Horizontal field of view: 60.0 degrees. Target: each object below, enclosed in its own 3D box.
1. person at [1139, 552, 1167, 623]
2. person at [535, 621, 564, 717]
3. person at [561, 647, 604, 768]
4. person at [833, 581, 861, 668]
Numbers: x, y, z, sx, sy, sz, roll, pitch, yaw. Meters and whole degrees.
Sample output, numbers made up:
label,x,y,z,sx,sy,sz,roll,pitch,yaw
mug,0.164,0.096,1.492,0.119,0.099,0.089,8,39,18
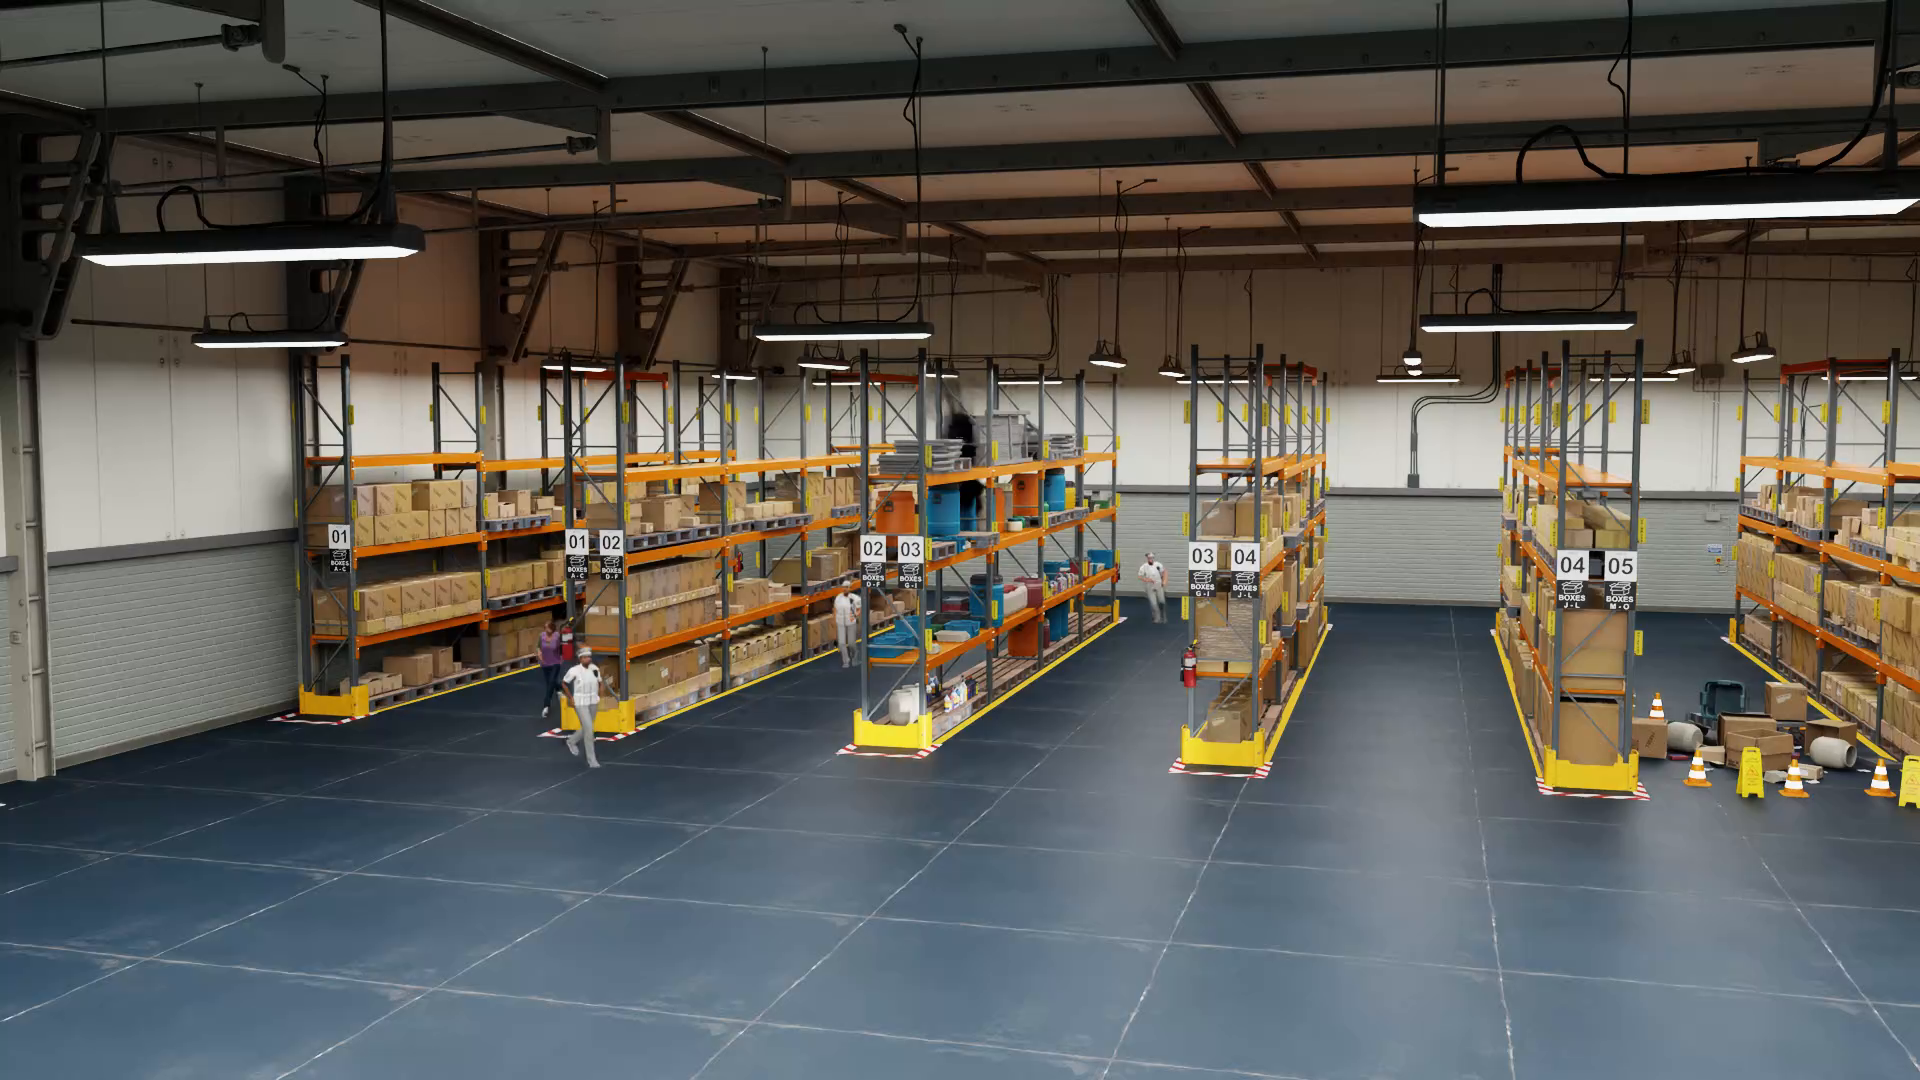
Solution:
label,x,y,z,sx,sy,sz,roll,pitch,yaw
person,4.657,1.159,40.110,0.706,1.772,0.606,0,4,2
person,-6.872,2.134,28.056,0.541,1.557,1.000,0,4,6
person,-5.401,2.381,23.918,0.833,1.734,0.579,4,6,44
person,-2.119,1.585,31.197,0.601,1.643,0.550,1,4,10
